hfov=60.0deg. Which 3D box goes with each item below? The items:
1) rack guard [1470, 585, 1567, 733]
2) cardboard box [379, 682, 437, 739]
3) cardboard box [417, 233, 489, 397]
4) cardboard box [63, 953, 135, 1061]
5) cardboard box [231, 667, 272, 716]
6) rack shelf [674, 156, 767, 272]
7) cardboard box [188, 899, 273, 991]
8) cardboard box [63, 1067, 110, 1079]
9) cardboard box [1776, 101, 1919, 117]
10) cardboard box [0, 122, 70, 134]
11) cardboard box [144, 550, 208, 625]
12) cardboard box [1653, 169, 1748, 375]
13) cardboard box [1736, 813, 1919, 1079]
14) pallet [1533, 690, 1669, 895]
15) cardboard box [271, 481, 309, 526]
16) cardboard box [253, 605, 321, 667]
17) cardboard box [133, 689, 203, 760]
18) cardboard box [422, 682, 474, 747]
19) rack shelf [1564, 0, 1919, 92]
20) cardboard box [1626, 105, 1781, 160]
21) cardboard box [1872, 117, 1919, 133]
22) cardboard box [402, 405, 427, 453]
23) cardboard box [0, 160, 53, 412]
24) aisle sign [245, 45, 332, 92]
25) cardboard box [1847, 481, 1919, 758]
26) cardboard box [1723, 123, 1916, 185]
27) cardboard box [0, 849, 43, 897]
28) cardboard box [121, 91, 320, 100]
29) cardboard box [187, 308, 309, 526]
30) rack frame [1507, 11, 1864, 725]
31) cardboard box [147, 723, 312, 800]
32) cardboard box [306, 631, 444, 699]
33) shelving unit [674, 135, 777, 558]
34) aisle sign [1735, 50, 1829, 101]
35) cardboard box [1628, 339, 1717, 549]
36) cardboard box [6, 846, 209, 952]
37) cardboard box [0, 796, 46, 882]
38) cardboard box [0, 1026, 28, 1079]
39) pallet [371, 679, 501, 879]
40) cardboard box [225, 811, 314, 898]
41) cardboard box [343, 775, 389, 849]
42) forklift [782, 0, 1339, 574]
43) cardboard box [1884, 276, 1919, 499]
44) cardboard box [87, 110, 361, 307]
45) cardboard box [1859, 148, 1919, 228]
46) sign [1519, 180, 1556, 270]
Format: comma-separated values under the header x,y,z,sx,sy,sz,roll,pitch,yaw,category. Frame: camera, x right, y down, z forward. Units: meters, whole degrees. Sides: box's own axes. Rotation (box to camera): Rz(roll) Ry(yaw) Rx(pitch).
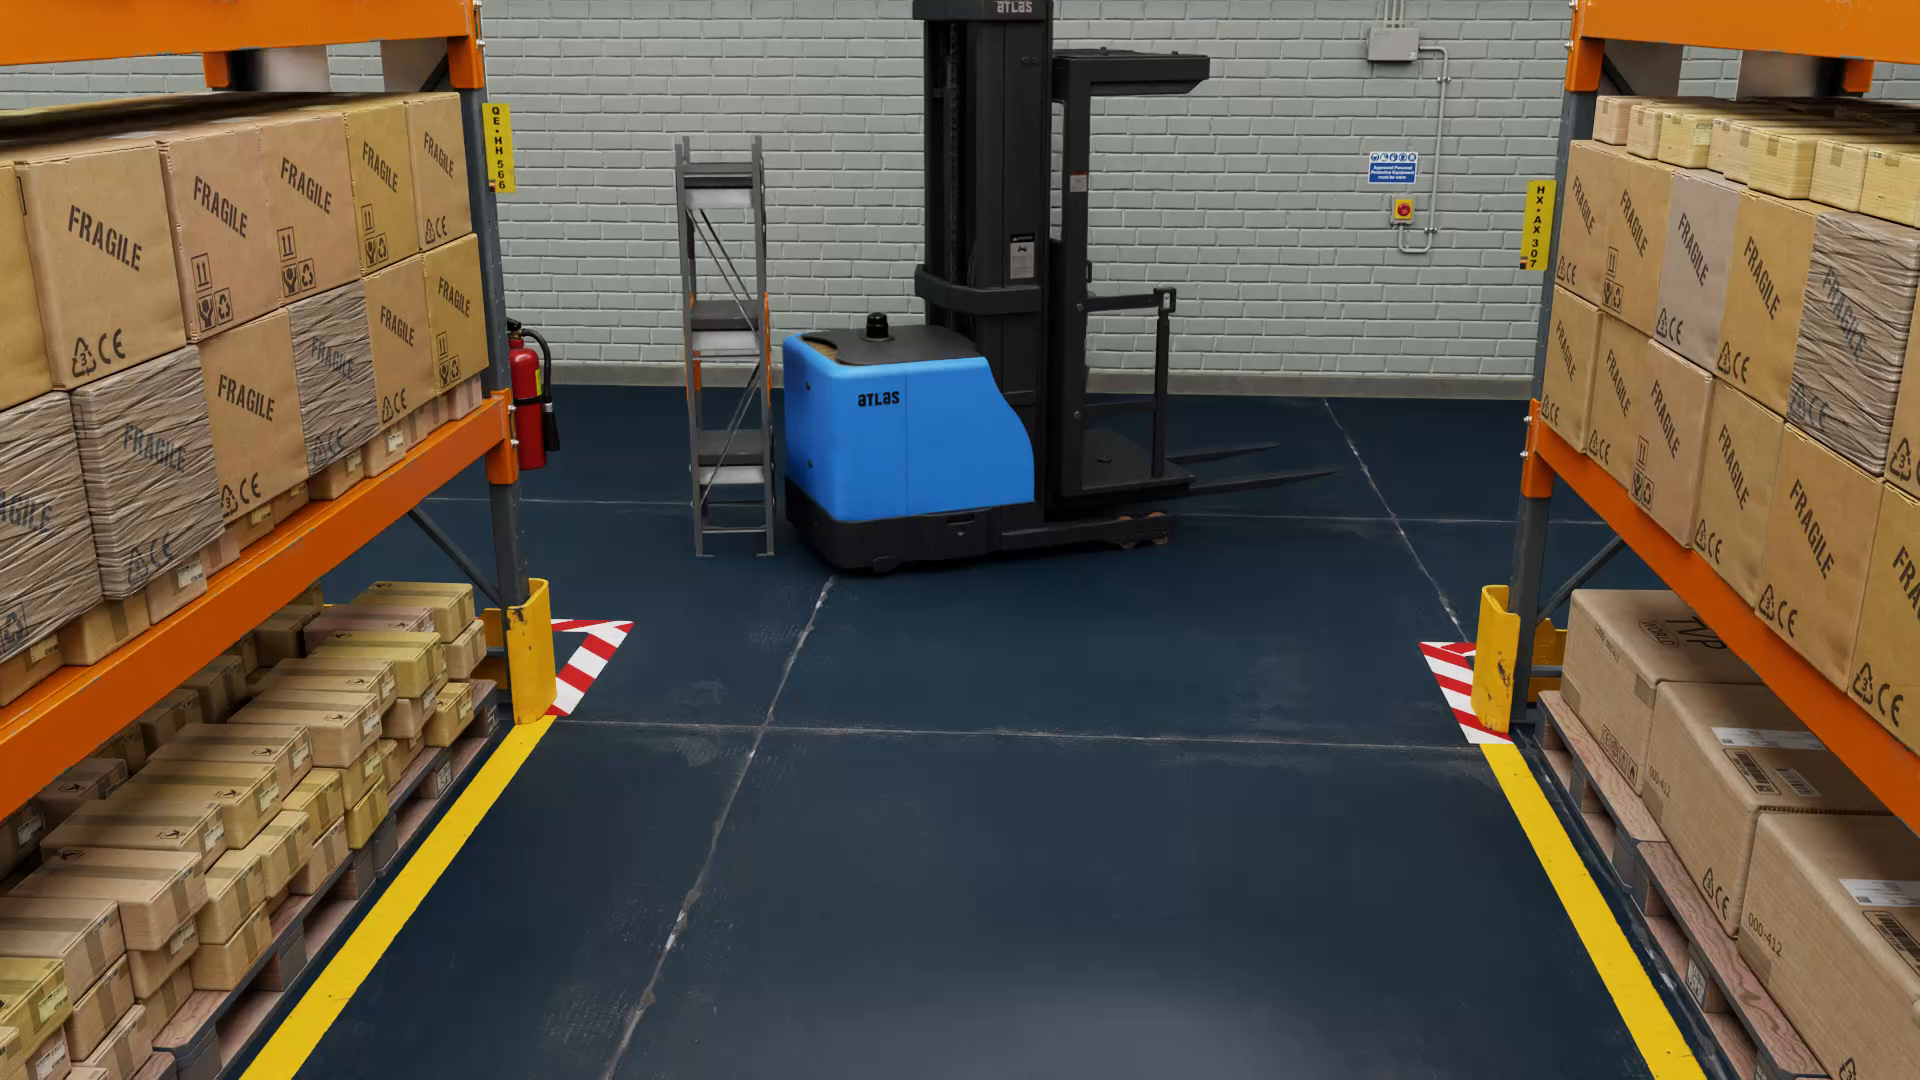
x,y,z,sx,sy,sz,roll,pitch,yaw,category
2.681,0.486,6.638,1.175,0.500,0.348,1,18,4,rack guard
-2.053,0.572,5.787,0.380,0.149,0.250,1,18,2,cardboard box
-2.040,-0.817,5.962,0.500,0.500,0.500,2,18,5,cardboard box
-2.274,1.136,4.065,0.380,0.149,0.250,0,18,1,cardboard box
-2.564,0.559,5.827,0.380,0.149,0.250,2,18,5,cardboard box
-1.192,-1.639,8.348,0.431,0.518,0.480,-2,18,-5,rack shelf
-2.152,1.114,4.610,0.380,0.149,0.250,1,18,2,cardboard box
-2.220,1.357,3.869,0.380,0.149,0.250,1,18,4,cardboard box
2.860,-1.330,5.357,0.380,0.149,0.250,2,18,5,cardboard box
-2.684,-0.828,4.389,0.500,0.500,0.500,1,18,2,cardboard box
-2.159,0.097,4.213,0.380,0.149,0.250,2,18,6,cardboard box
2.302,-0.754,4.640,0.500,0.500,0.500,1,18,3,cardboard box
2.609,1.095,4.204,0.875,0.438,0.875,1,18,2,cardboard box
2.700,0.881,5.897,1.003,0.211,1.213,1,18,4,pallet
-2.187,-0.149,4.963,0.380,0.149,0.250,1,18,2,cardboard box
-2.541,0.342,6.010,0.380,0.149,0.250,2,18,5,cardboard box
-2.651,0.582,5.277,0.380,0.149,0.250,2,18,6,cardboard box
-2.012,0.632,6.082,0.380,0.149,0.250,2,18,6,cardboard box
2.536,-1.157,3.975,1.077,0.370,4.000,1,18,4,rack shelf
2.297,-1.260,5.144,0.380,0.149,0.250,2,18,6,cardboard box
2.776,-1.091,4.628,0.380,0.149,0.250,1,18,3,cardboard box
-2.064,-0.392,5.706,0.380,0.149,0.250,1,18,3,cardboard box
-2.254,-0.491,3.362,0.500,0.500,0.500,1,18,2,cardboard box
-2.559,-2.039,6.152,0.394,0.787,0.004,1,18,4,aisle sign
2.203,0.190,3.364,0.500,0.500,0.500,1,18,3,cardboard box
2.270,-1.019,4.407,0.380,0.149,0.250,1,18,4,cardboard box
-2.684,0.971,4.567,0.380,0.149,0.250,0,18,1,cardboard box
-2.562,-1.304,5.842,0.500,0.500,0.500,1,18,4,cardboard box
-2.155,-0.345,4.521,0.500,0.500,0.500,2,18,7,cardboard box
2.680,-0.695,6.226,1.000,3.000,0.127,1,18,4,rack frame
-2.192,0.672,5.004,0.380,0.149,0.250,1,18,2,cardboard box
-2.017,0.429,5.746,0.380,0.149,0.250,1,18,3,cardboard box
-1.192,-0.987,8.562,0.431,2.100,0.503,-2,18,-5,shelving unit
2.994,-1.945,5.868,0.394,0.787,0.004,1,18,4,aisle sign
2.296,-0.284,4.813,0.500,0.500,0.500,1,18,4,cardboard box
-2.177,0.916,4.259,0.380,0.149,0.250,2,18,5,cardboard box
-2.765,0.818,4.558,0.380,0.149,0.250,1,18,2,cardboard box
-2.241,1.154,3.531,0.380,0.149,0.250,2,18,7,cardboard box
-2.364,0.826,6.062,1.003,0.211,1.213,1,18,4,pallet
-2.107,0.898,4.791,0.380,0.149,0.250,1,18,4,cardboard box
-2.077,0.869,5.356,0.380,0.149,0.250,0,18,1,cardboard box
0.616,-1.497,8.784,3.031,2.935,1.130,-7,19,-20,forklift
2.196,-0.285,3.210,0.500,0.500,0.500,1,18,3,cardboard box
-2.114,-0.971,4.825,0.500,0.500,0.500,2,18,7,cardboard box
2.252,-0.782,3.683,0.380,0.149,0.250,1,18,3,cardboard box
2.127,-1.158,6.122,0.100,0.325,0.005,1,18,4,sign
